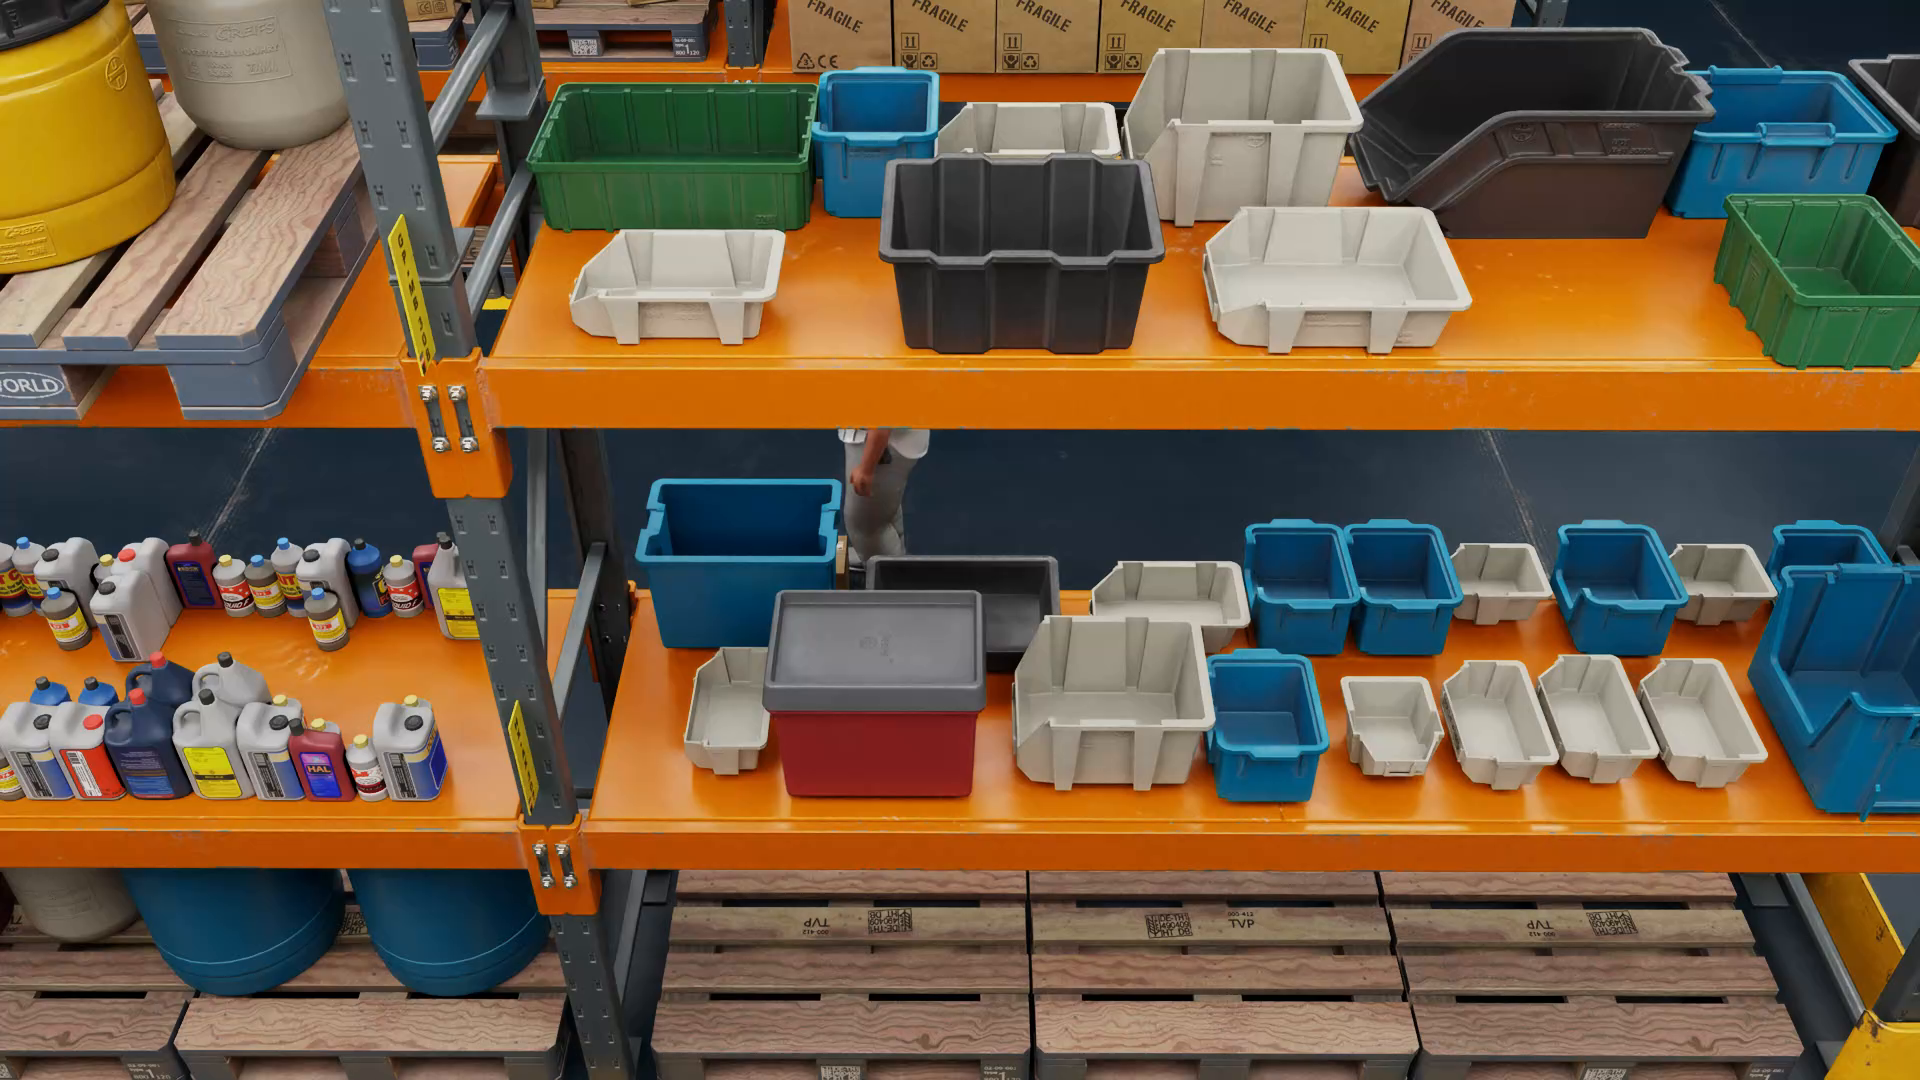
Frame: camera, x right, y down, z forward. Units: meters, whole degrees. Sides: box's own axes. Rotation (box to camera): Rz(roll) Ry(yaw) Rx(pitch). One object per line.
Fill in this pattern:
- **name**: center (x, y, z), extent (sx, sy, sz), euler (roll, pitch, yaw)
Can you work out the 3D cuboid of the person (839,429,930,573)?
- **person**: center (-0.333, -0.433, 6.678), extent (0.439, 1.747, 0.585), euler (0, 39, 0)
